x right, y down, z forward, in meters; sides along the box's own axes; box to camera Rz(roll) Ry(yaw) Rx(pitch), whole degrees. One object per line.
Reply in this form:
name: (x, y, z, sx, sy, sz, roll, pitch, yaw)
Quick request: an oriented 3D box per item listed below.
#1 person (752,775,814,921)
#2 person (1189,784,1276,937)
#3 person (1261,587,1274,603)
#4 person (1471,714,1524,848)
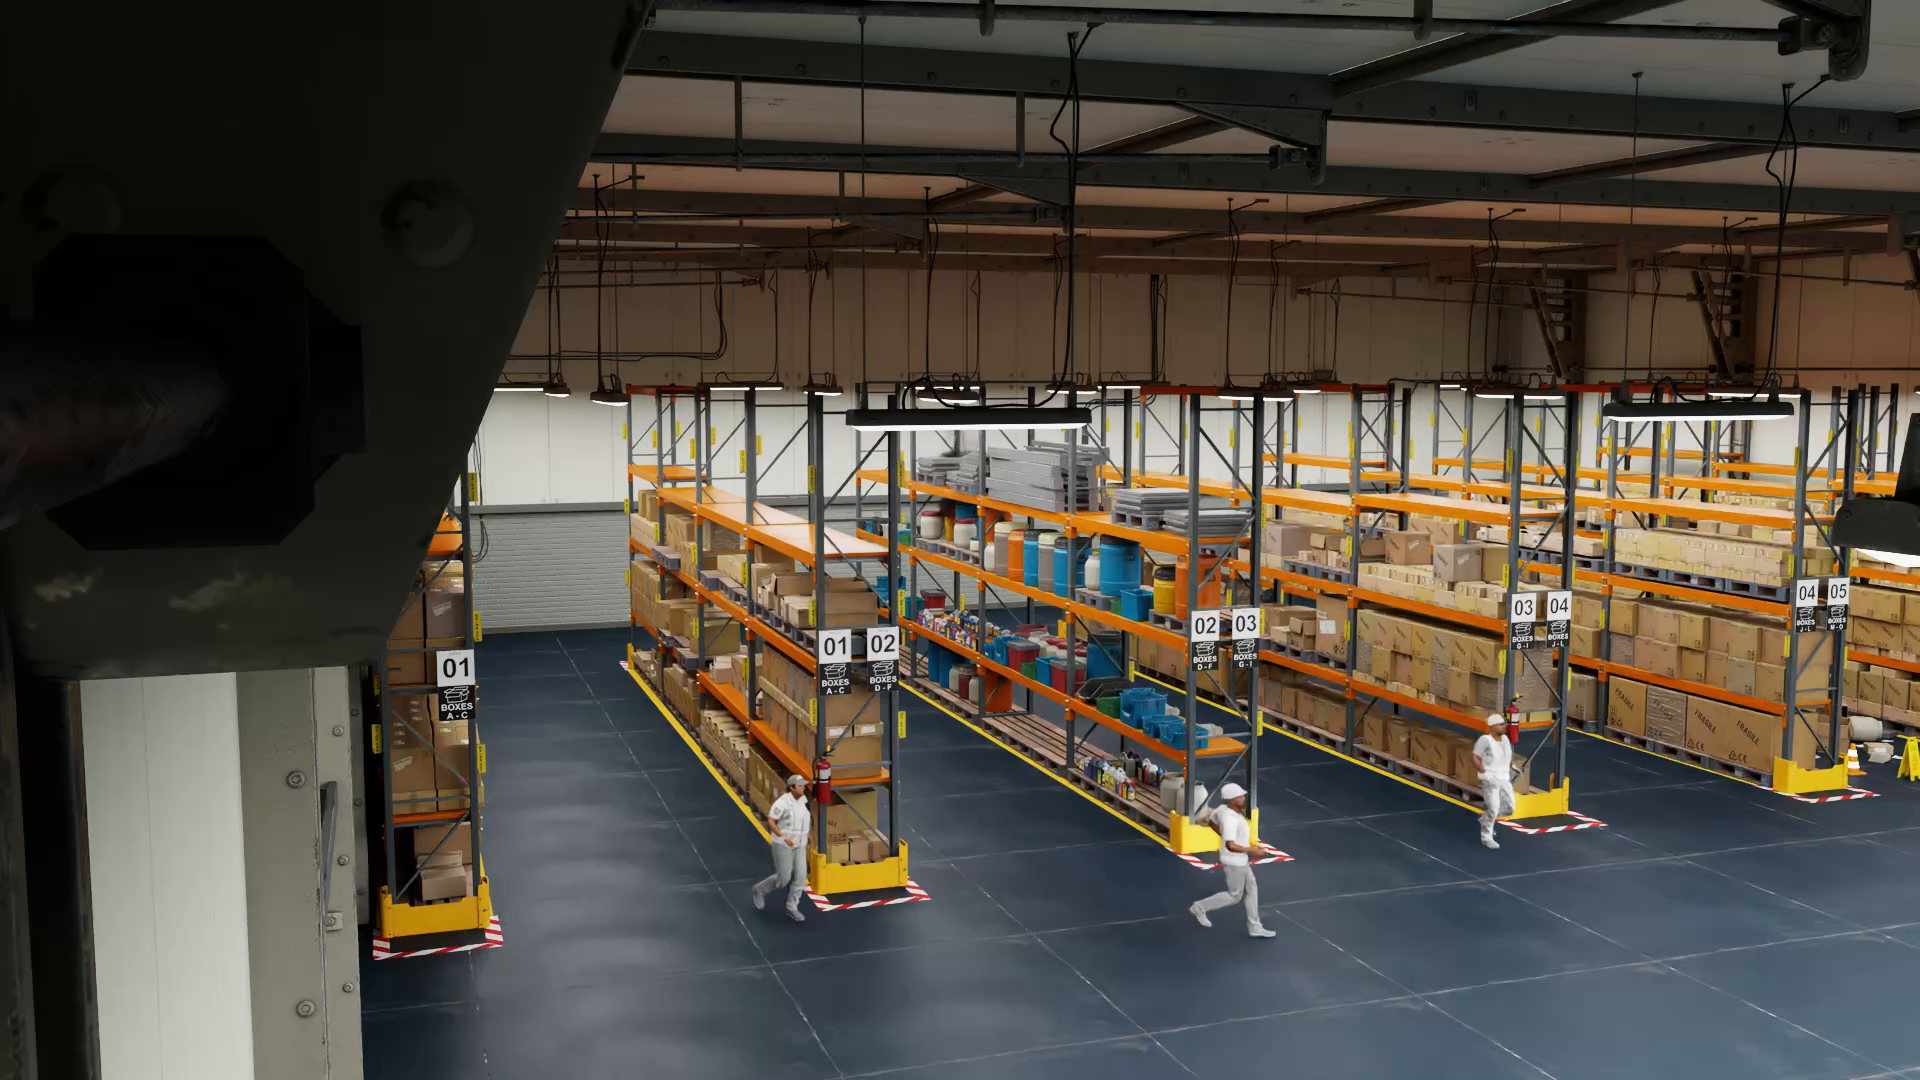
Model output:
person: (-1.984, 3.536, 19.363, 0.707, 1.636, 0.674, 5, 8, 38)
person: (3.044, 3.558, 18.481, 0.966, 1.741, 0.713, 1, 6, 7)
person: (7.716, 1.204, 41.475, 0.828, 1.705, 0.776, 3, 7, 26)
person: (7.142, 3.187, 22.201, 0.734, 1.728, 0.567, -3, 7, -28)
